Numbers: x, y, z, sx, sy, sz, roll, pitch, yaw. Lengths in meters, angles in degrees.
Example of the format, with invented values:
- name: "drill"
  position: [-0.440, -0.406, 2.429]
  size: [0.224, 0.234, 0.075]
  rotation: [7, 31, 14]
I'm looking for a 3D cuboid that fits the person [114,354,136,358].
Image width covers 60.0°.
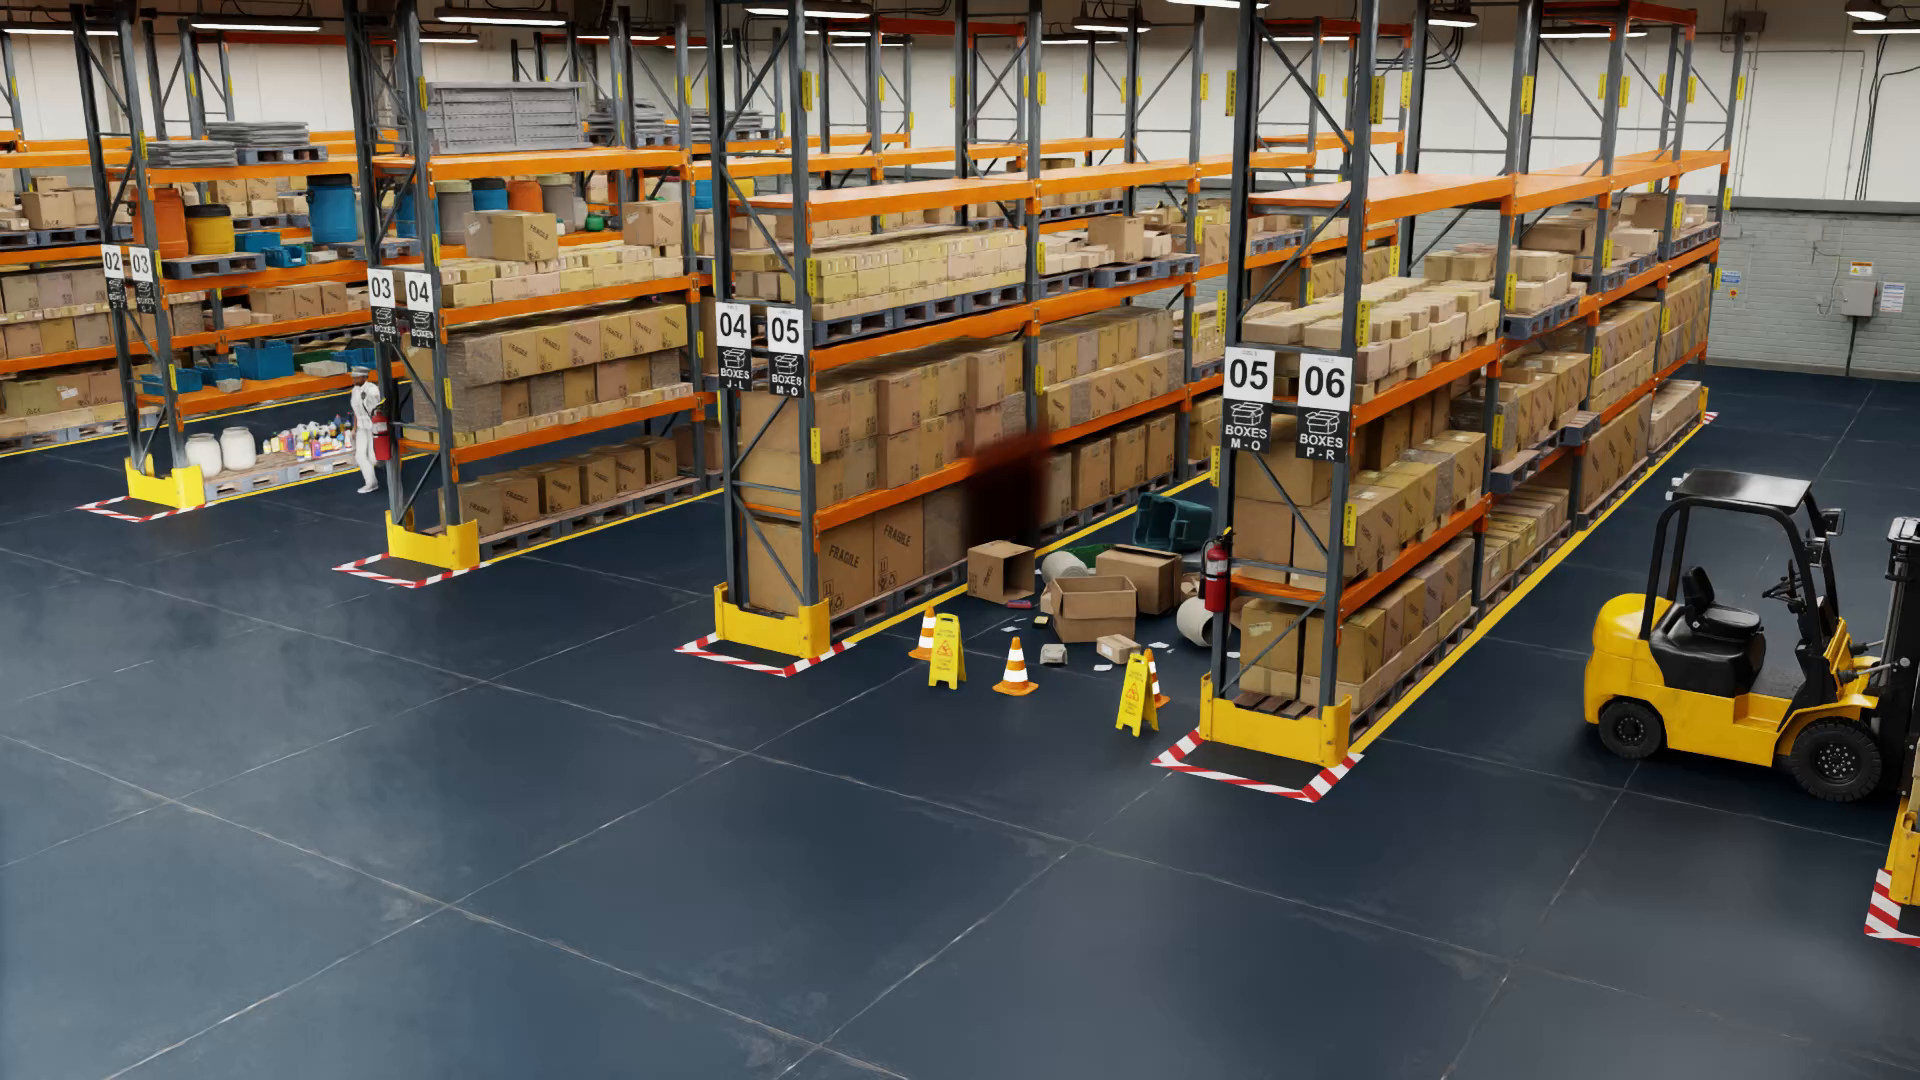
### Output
- name: "person"
  position: [-13.611, -3.016, 26.997]
  size: [0.517, 1.678, 0.697]
  rotation: [6, 17, 20]

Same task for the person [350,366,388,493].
- name: "person"
  position: [-7.537, -1.447, 21.385]
  size: [0.540, 1.659, 0.555]
  rotation: [9, 18, 29]

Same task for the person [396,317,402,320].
- name: "person"
  position: [-10.767, -4.274, 31.614]
  size: [0.457, 1.540, 0.972]
  rotation: [9, 18, 30]
